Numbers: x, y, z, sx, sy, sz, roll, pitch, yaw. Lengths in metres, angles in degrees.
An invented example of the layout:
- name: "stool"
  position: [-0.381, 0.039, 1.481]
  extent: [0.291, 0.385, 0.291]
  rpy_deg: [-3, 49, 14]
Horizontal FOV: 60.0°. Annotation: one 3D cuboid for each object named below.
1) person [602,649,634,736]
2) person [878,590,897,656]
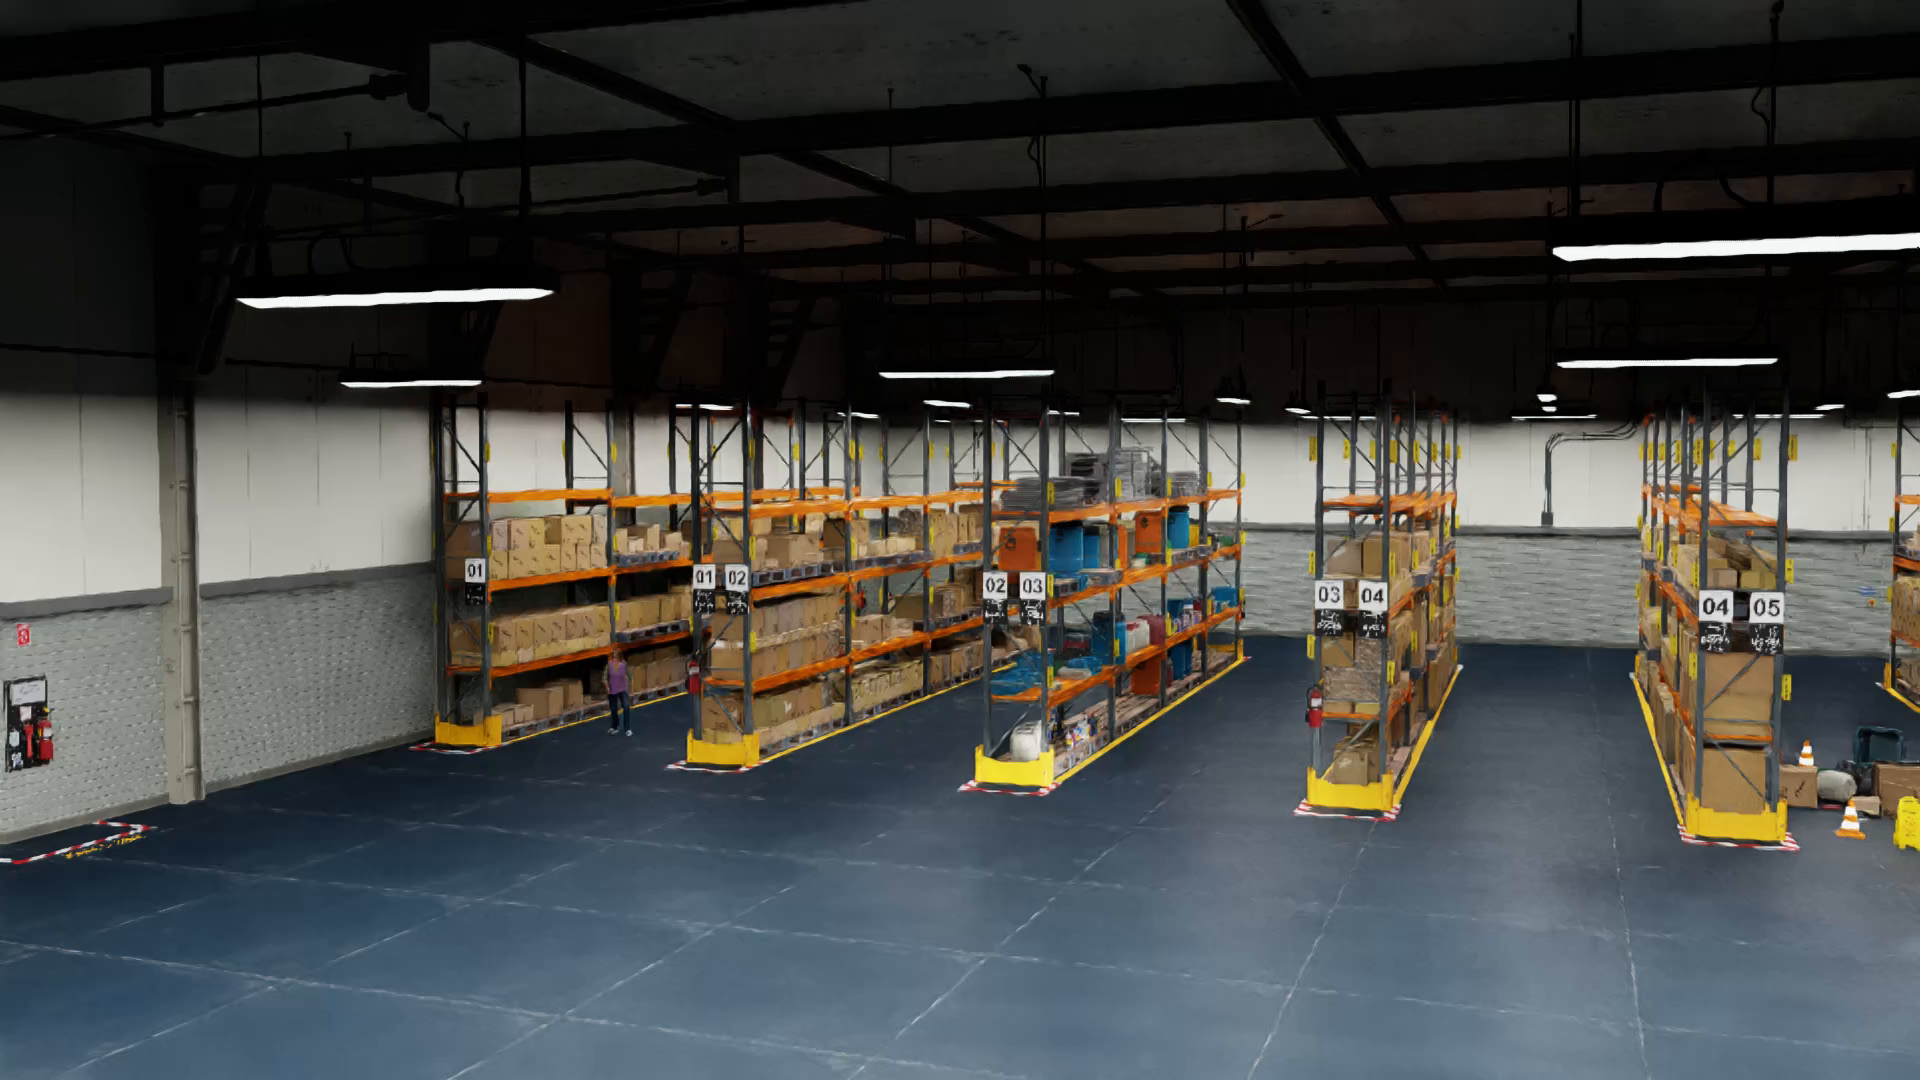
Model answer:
- name: "person"
  position: [-6.003, 2.669, 29.264]
  extent: [0.561, 1.540, 0.716]
  rpy_deg: [0, 3, -2]
- name: "person"
  position: [-1.726, 2.041, 40.752]
  extent: [0.598, 1.600, 0.507]
  rpy_deg: [1, 3, 17]
